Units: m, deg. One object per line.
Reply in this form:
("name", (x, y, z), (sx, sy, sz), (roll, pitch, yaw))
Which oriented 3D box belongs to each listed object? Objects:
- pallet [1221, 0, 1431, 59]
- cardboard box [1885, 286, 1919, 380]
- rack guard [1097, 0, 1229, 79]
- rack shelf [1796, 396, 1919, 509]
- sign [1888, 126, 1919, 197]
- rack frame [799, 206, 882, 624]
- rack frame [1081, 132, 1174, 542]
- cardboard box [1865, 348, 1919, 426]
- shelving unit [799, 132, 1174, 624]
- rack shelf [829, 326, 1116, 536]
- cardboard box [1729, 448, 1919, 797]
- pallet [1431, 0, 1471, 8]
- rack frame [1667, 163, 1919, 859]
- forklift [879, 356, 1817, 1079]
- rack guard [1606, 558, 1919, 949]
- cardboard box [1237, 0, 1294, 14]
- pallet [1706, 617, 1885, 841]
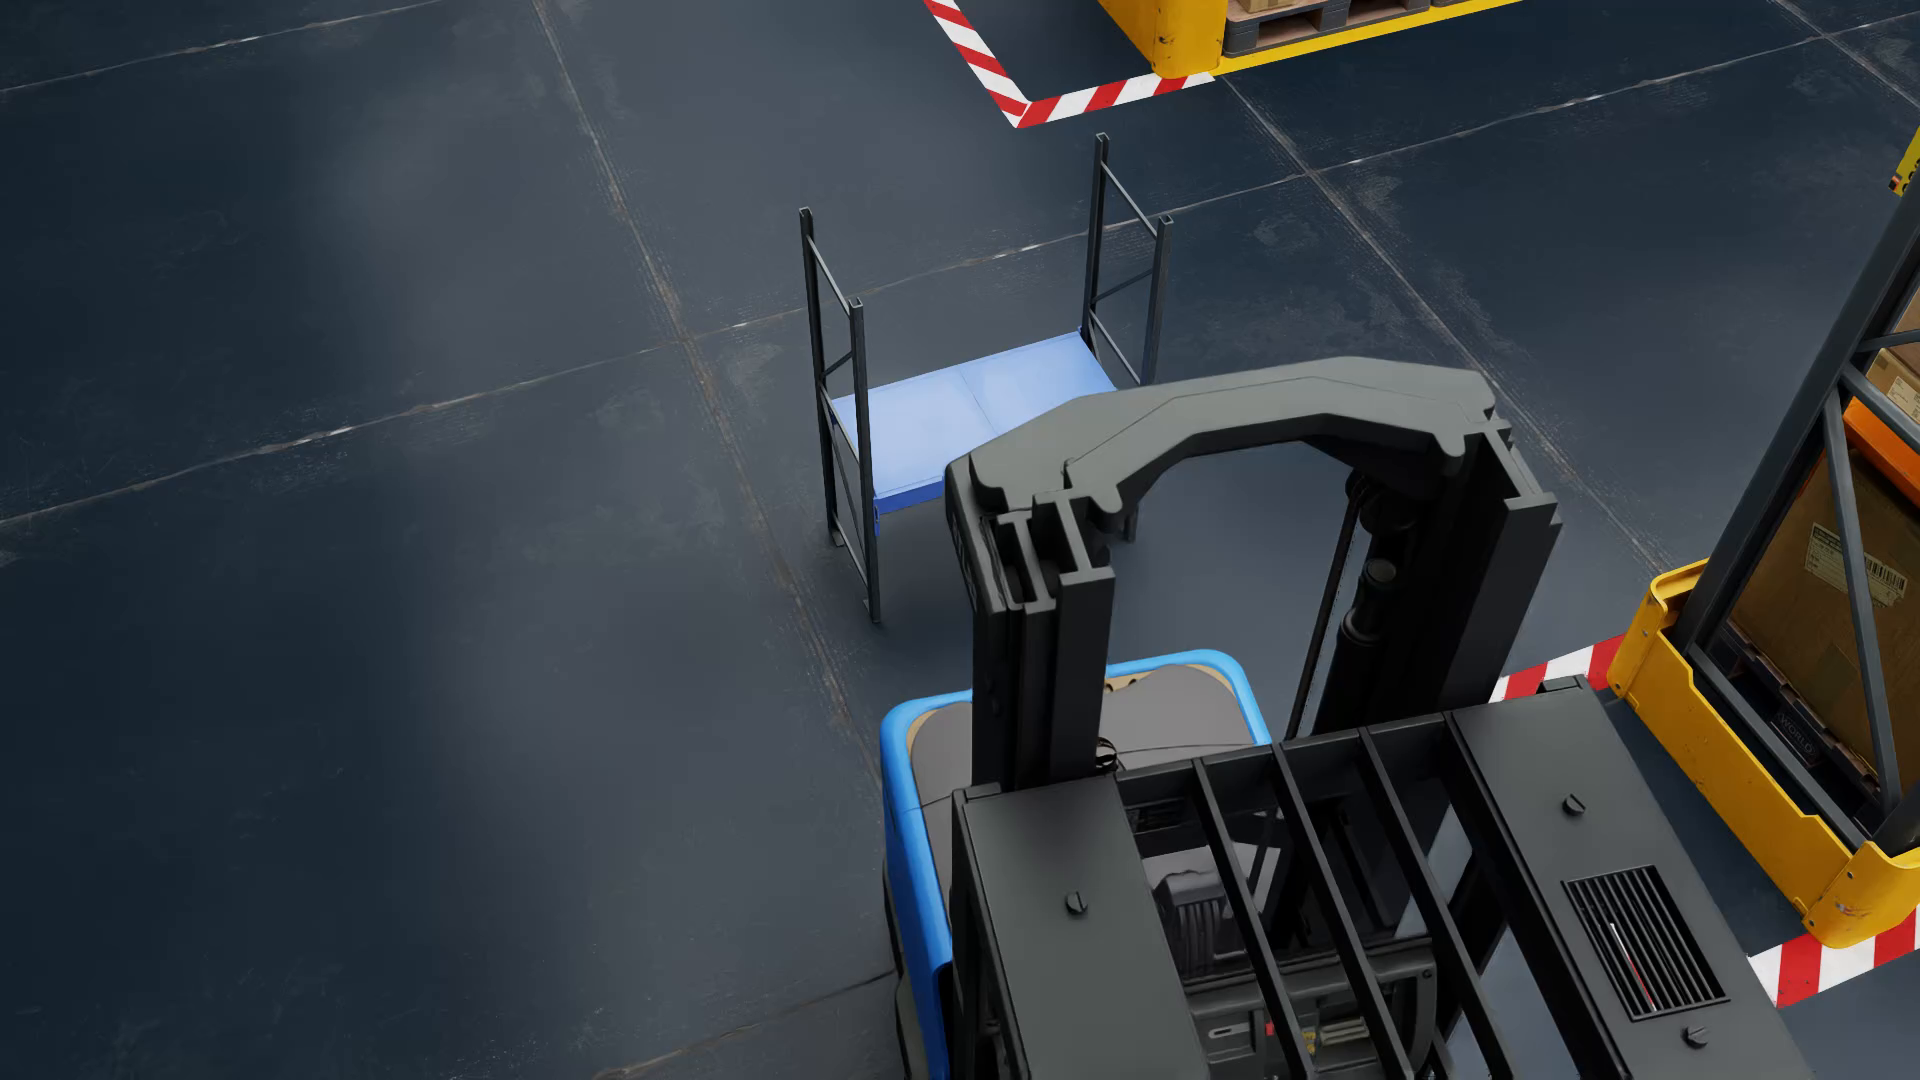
("pallet", (1.702, -2.993, 8.681), (1.213, 0.211, 1.003), (-17, 52, -14))
("cardboard box", (2.996, -0.532, 4.633), (0.500, 0.250, 0.500), (-18, 52, -15))
("rack guard", (0.937, -2.879, 8.393), (0.348, 0.500, 1.175), (-17, 52, -14))
("rack shelf", (4.500, -0.498, 5.175), (4.000, 0.370, 1.077), (-17, 52, -14))
("sign", (2.456, -0.998, 4.211), (0.005, 0.325, 0.100), (-17, 52, -14))
("rack frame", (-0.392, -0.367, 5.577), (0.032, 1.500, 0.500), (-17, 52, -14))
("rack frame", (0.550, -0.659, 5.827), (0.032, 1.500, 0.500), (-17, 52, -14))
("cardboard box", (2.853, -0.410, 4.791), (0.250, 0.149, 0.380), (-16, 51, -14))
("shelving unit", (0.079, -0.513, 5.702), (1.048, 1.500, 0.538), (-17, 52, -14))
("rack shelf", (0.079, -0.396, 5.839), (1.000, 0.185, 0.538), (-17, 52, -14))
("cardboard box", (3.210, 0.157, 5.262), (0.875, 0.875, 0.875), (-17, 52, -14))
("pallet", (2.830, -3.340, 8.979), (1.213, 0.211, 1.003), (-17, 52, -14))
("rack frame", (2.648, -0.159, 4.409), (0.127, 3.000, 1.000), (-17, 52, -14))
("forklift", (0.580, 1.205, 3.283), (1.130, 2.935, 3.031), (-9, 50, -8))
("rack guard", (2.626, 0.662, 5.352), (0.348, 0.500, 1.175), (-17, 52, -14))
("cardboard box", (1.472, -2.805, 8.284), (0.250, 0.149, 0.380), (-16, 51, -14))
("pallet", (3.359, 0.465, 5.711), (1.213, 0.211, 1.003), (-17, 52, -14))
